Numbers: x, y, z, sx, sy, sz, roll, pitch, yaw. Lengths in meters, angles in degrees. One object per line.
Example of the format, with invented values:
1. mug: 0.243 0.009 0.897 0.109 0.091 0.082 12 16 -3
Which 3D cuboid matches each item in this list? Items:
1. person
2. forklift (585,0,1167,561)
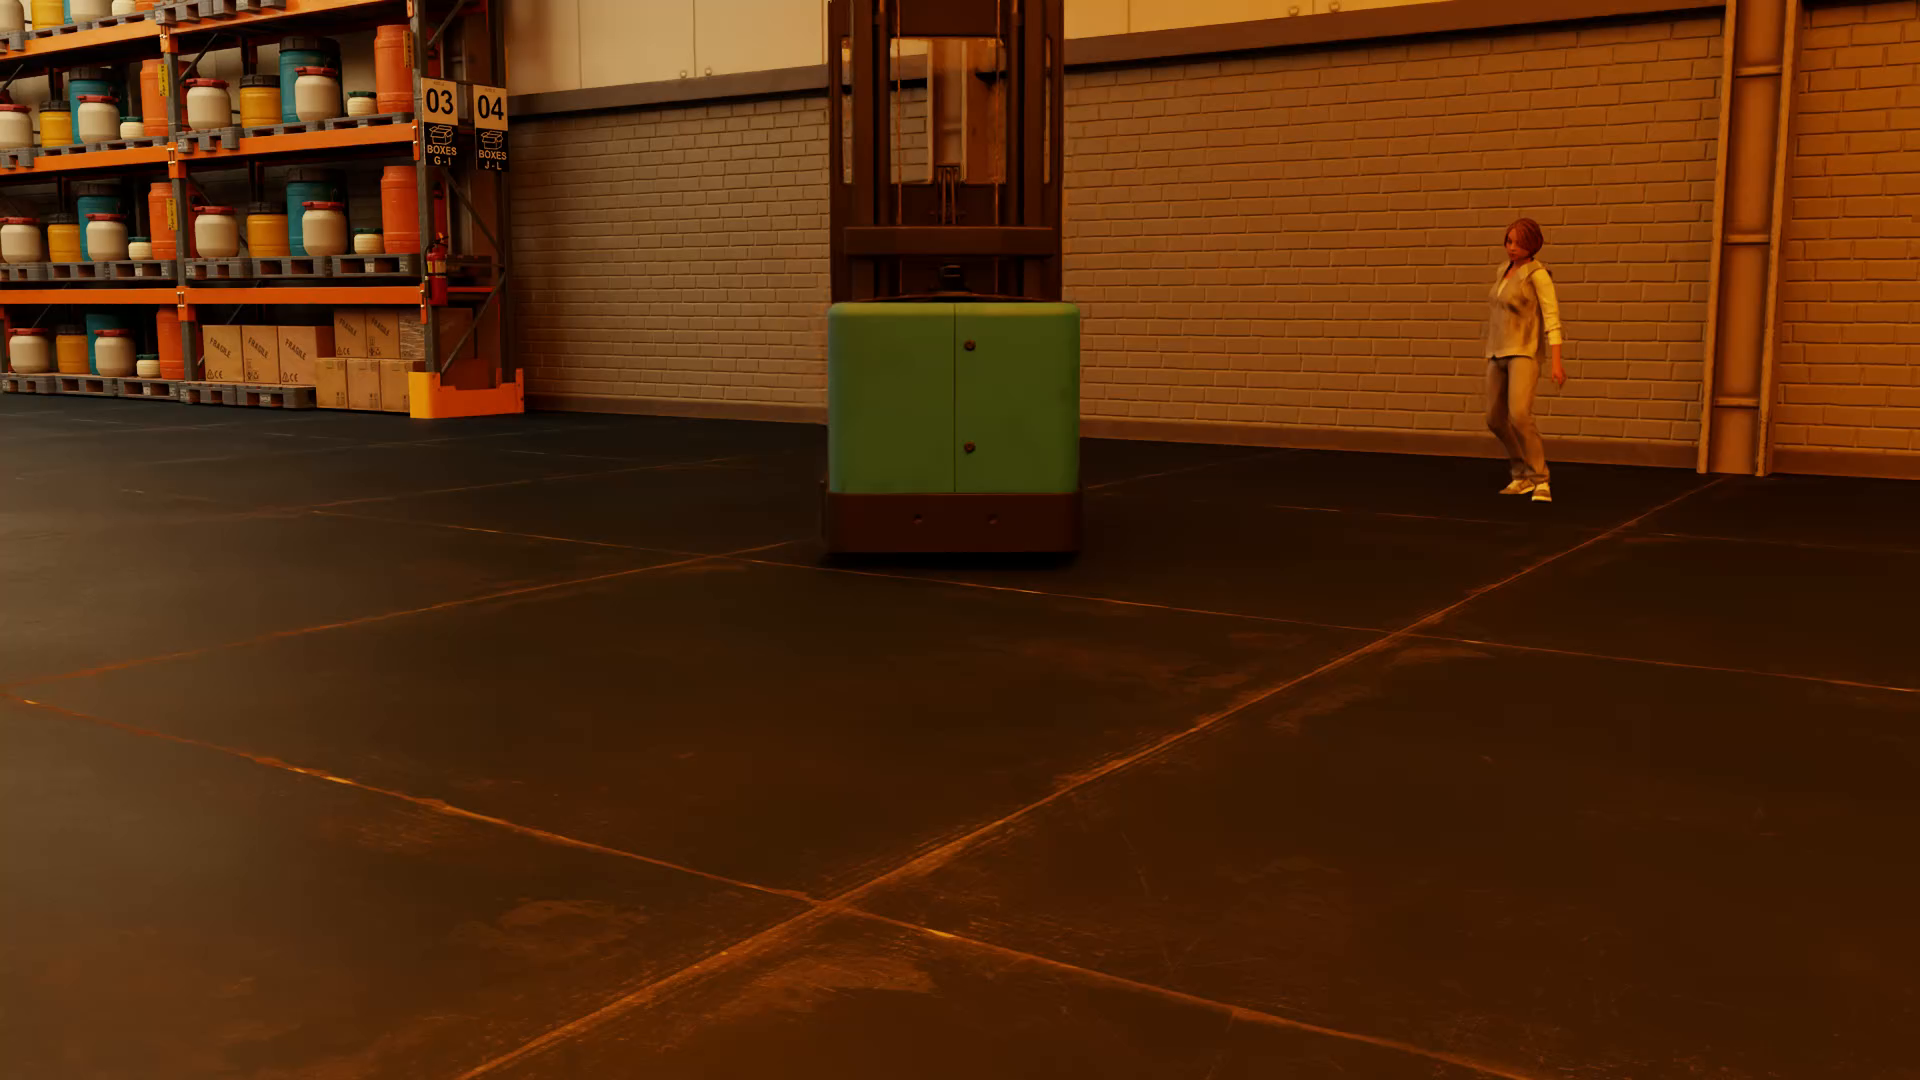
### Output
1. person: 3.192 -1.035 9.298 0.367 1.576 0.626 -4 9 -26
2. forklift: -0.549 -1.507 7.792 3.031 2.935 1.130 6 10 37
